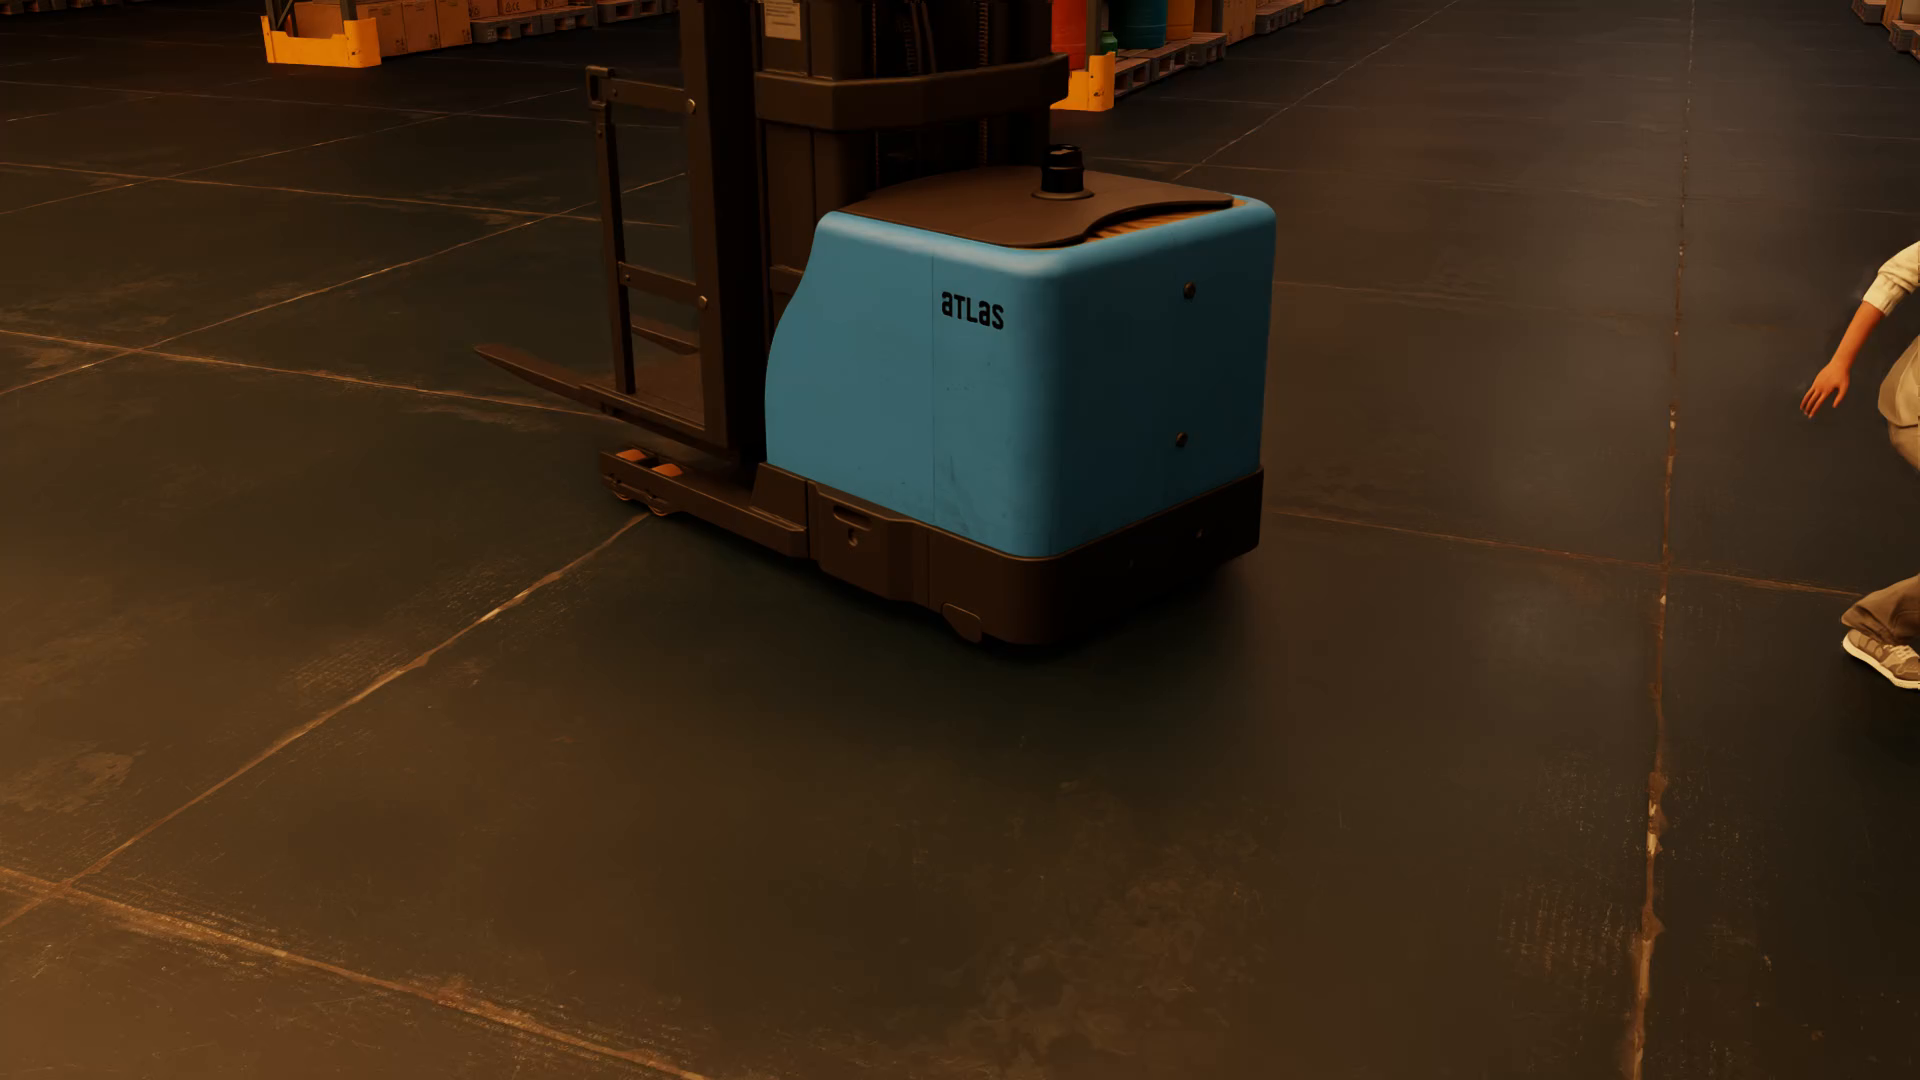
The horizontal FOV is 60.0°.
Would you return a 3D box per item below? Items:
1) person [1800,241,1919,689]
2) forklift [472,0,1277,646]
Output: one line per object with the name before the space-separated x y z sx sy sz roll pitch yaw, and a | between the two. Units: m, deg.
person | 2.383 -0.233 3.783 0.645 1.448 0.730 -6 23 -14
forklift | -0.523 -1.552 5.004 3.031 2.935 1.130 21 30 40
